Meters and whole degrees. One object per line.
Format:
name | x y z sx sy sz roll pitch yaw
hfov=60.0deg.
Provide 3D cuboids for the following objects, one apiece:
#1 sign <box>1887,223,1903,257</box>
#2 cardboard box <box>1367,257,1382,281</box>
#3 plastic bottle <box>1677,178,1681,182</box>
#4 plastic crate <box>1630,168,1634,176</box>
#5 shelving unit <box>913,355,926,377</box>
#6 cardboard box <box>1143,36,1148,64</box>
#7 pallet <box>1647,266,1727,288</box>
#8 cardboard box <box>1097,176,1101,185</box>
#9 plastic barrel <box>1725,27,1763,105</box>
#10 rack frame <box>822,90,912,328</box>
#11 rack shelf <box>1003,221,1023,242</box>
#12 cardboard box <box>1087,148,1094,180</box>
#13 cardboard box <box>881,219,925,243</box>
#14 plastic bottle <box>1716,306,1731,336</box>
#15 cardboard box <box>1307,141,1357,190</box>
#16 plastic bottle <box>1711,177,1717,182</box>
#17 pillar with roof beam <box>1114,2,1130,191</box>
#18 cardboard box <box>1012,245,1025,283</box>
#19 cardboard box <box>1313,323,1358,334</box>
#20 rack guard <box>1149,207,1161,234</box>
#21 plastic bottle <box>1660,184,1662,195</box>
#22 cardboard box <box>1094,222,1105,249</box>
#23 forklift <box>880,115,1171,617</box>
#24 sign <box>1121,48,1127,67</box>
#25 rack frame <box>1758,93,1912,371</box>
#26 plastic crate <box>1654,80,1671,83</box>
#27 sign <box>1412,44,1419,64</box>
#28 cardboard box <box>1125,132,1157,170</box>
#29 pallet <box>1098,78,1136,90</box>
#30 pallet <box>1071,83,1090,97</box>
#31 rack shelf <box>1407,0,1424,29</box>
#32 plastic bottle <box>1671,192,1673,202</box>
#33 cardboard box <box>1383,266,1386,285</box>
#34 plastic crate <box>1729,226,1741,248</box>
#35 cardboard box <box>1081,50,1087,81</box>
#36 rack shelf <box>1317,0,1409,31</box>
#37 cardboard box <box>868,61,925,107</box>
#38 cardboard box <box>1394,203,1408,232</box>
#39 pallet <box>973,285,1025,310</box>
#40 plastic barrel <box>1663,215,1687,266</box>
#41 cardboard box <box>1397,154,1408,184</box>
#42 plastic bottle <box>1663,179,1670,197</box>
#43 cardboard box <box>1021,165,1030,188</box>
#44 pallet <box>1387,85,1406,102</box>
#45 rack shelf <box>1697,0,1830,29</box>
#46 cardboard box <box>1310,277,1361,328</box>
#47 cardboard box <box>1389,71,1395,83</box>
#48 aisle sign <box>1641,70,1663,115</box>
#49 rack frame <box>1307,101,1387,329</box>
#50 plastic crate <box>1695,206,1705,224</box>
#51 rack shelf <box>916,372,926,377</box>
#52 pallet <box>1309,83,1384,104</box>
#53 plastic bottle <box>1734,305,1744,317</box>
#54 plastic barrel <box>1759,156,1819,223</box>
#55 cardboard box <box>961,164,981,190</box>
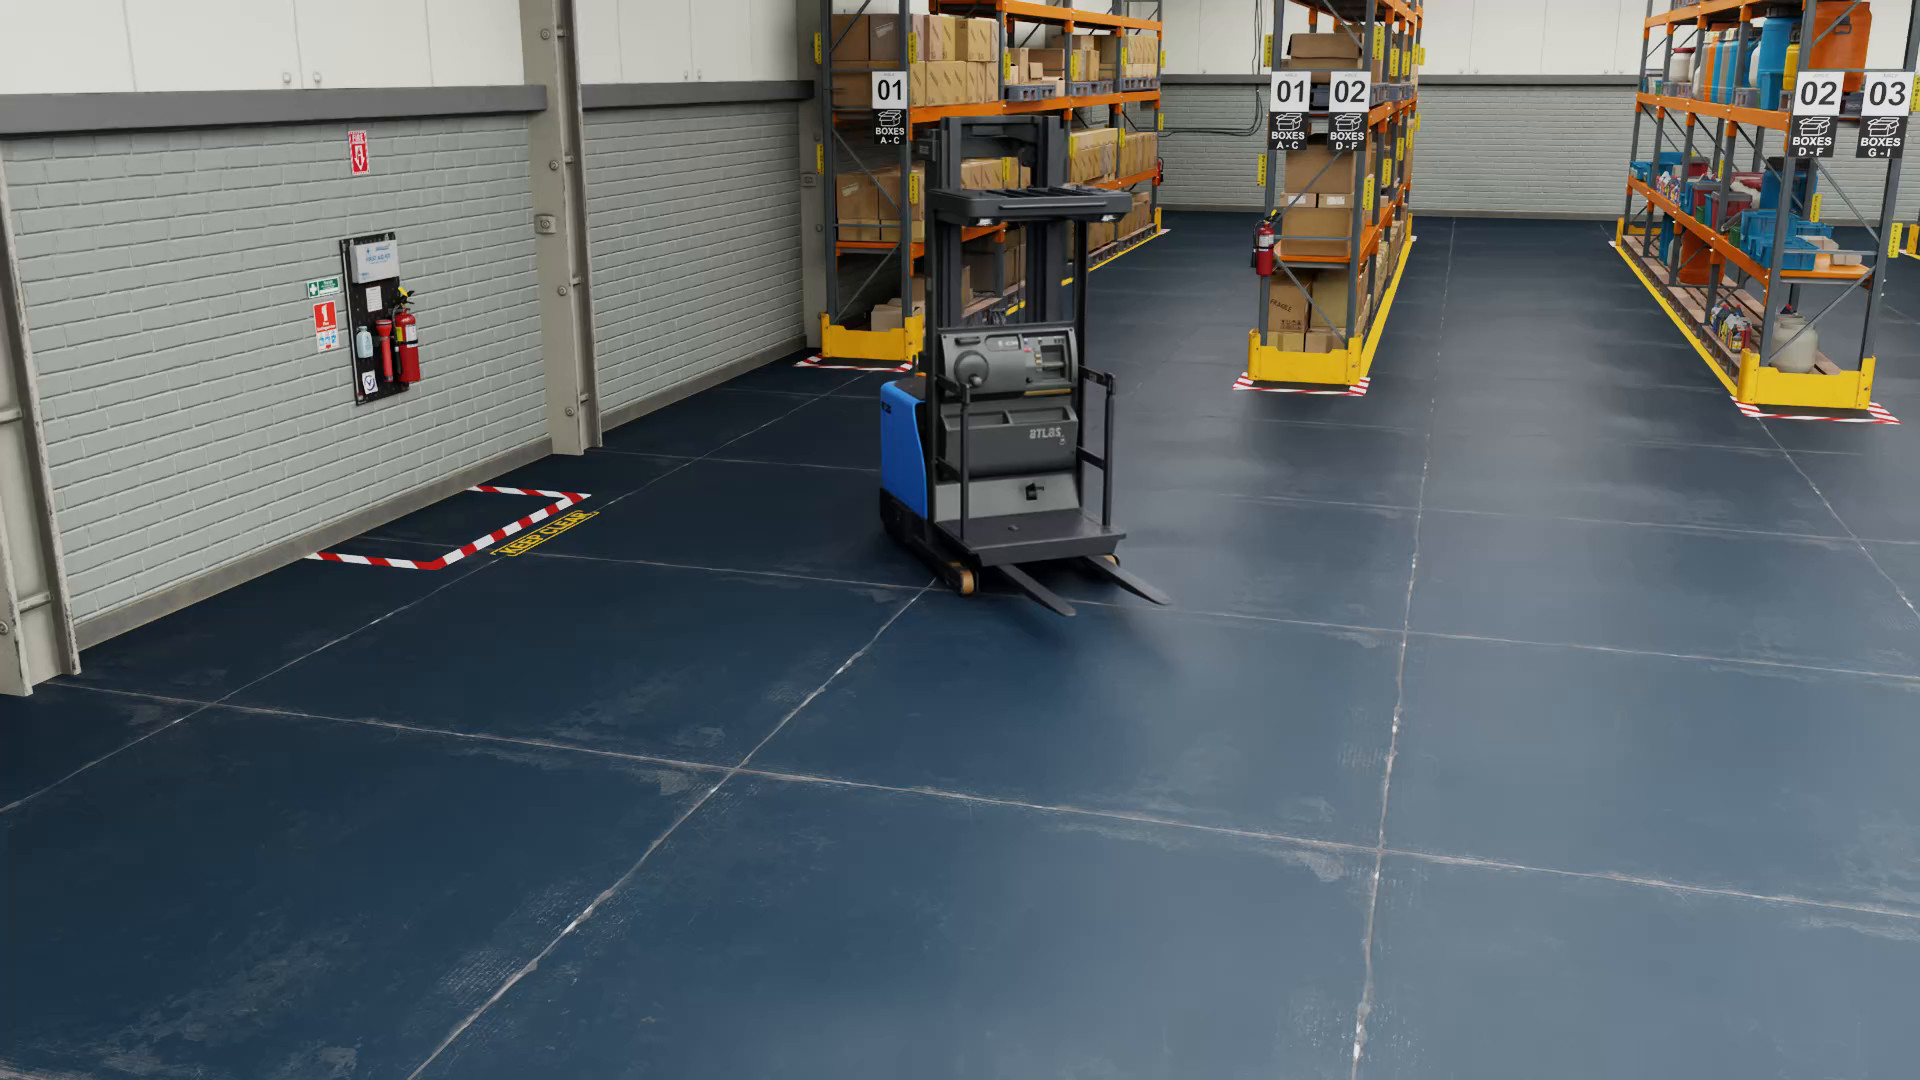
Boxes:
sign | 8.981 -2.881 15.984 0.100 0.325 0.005 5 16 16
cardboard box | 5.493 -3.728 22.716 0.500 0.311 0.500 4 16 14
plastic bottle | 11.251 -5.526 26.043 0.152 0.276 0.135 5 16 16
plastic crate | 12.445 -6.763 30.551 0.250 0.136 0.298 5 16 16
shelving unit | -0.081 -0.808 12.480 0.503 1.200 0.258 -14 21 -40
cardboard box | 3.264 -9.248 31.389 0.500 0.500 0.500 4 16 13
pallet | 11.261 -4.071 25.796 1.003 0.211 1.213 5 16 16
cardboard box | 2.224 -6.214 28.663 0.380 0.149 0.250 5 16 16
plastic barrel | 9.528 -5.673 19.916 0.600 0.901 0.708 5 16 16
rack frame | -1.044 -3.560 18.885 1.000 3.000 0.127 5 16 16
rack shelf | 0.661 -4.784 24.517 1.077 0.370 4.000 5 16 16
cardboard box | 1.913 -6.227 27.523 0.500 0.500 0.500 5 16 16
cardboard box | -0.601 -3.601 19.266 0.500 0.250 0.500 4 16 14
plastic bottle | 8.911 -2.547 19.362 0.144 0.351 0.185 4 16 14
cardboard box | 4.011 -4.122 18.306 0.700 0.500 0.500 4 16 14
plastic bottle | 11.420 -5.330 25.216 0.144 0.351 0.185 5 16 16
pillar with roof beam | 7.568 -11.072 34.374 9.100 9.000 0.400 5 16 16
cardboard box | 0.569 -4.079 24.489 0.700 0.500 0.500 5 17 17
cardboard box | 4.211 -2.311 18.748 0.500 0.250 0.500 5 16 16
rack guard | 3.510 -6.550 34.006 1.175 0.500 0.348 5 16 16
plastic bottle | 11.150 -5.570 26.332 0.097 0.201 0.097 0 16 0
cardboard box | 2.056 -5.455 28.734 0.750 0.750 0.750 5 17 18
forklift | 0.400 -1.182 10.627 1.130 2.935 3.031 -6 17 -19
sign | 2.889 -8.503 29.291 0.100 0.325 0.005 5 16 16
rack frame | 8.455 -2.792 16.176 1.000 3.000 0.127 5 16 16
plastic crate | 11.818 -7.557 27.785 0.416 0.233 0.300 5 16 16
sign | 7.650 -8.156 27.920 0.100 0.325 0.005 5 16 16
cardboard box | 3.368 -7.756 33.129 0.980 0.700 0.700 5 17 18
pallet | 2.609 -8.313 30.308 1.003 0.211 1.213 5 16 16
pallet | 1.362 -7.178 26.489 1.213 0.211 1.003 5 17 18
rack shelf | 7.685 -9.378 29.727 1.077 0.370 4.000 5 16 16
plastic bottle | 10.688 -5.145 24.835 0.097 0.201 0.097 0 16 0
cardboard box | 5.921 -3.858 24.202 0.500 0.250 0.500 4 16 15
plastic crate | 8.935 -3.403 18.720 0.450 0.188 0.662 5 16 16
cardboard box | 1.711 -7.904 27.713 0.700 0.500 0.500 5 16 16
rack shelf | 5.412 -7.095 22.402 1.077 0.370 4.000 5 16 16
cardboard box | -0.709 -5.129 18.699 0.500 0.500 0.500 5 17 17
cardboard box | 8.335 -6.211 32.004 0.500 0.500 0.500 5 16 16
pallet | 0.313 -3.469 23.673 1.003 0.211 1.213 5 16 16
plastic barrel | 11.493 -4.798 26.323 0.600 0.901 0.708 5 16 16
cardboard box | 7.523 -6.477 28.984 0.500 0.500 0.500 5 17 17
plastic bottle | 11.039 -5.477 25.871 0.152 0.276 0.135 5 16 16
cardboard box | 0.593 -5.317 24.090 0.700 0.500 0.500 7 17 24
pallet | 5.558 -6.145 22.847 1.003 0.211 1.213 5 17 18
rack shelf | 10.160 -6.709 21.044 1.077 0.370 4.000 5 16 16
cardboard box | 4.213 -2.671 18.645 0.500 0.500 0.500 5 16 16
cardboard box | 6.072 -6.878 24.901 0.910 0.500 0.500 5 16 16
aisle sign | 12.737 -8.271 30.727 0.394 0.787 0.004 5 16 16
rack frame | 4.843 -4.224 21.223 1.000 3.000 0.127 5 16 16
plastic crate | 9.816 -4.214 21.578 0.450 0.188 0.662 5 16 16
rack shelf | -0.081 -1.186 12.373 0.480 0.148 0.258 -14 21 -40
pallet | 4.277 -5.081 18.911 1.003 0.211 1.213 5 16 16
plastic bottle | 9.102 -2.586 19.497 0.144 0.351 0.185 5 16 16
plastic barrel | 9.992 -4.157 20.071 0.600 0.901 0.708 5 16 16
cardboard box | -0.035 -4.495 21.045 0.500 0.500 0.500 4 16 14
